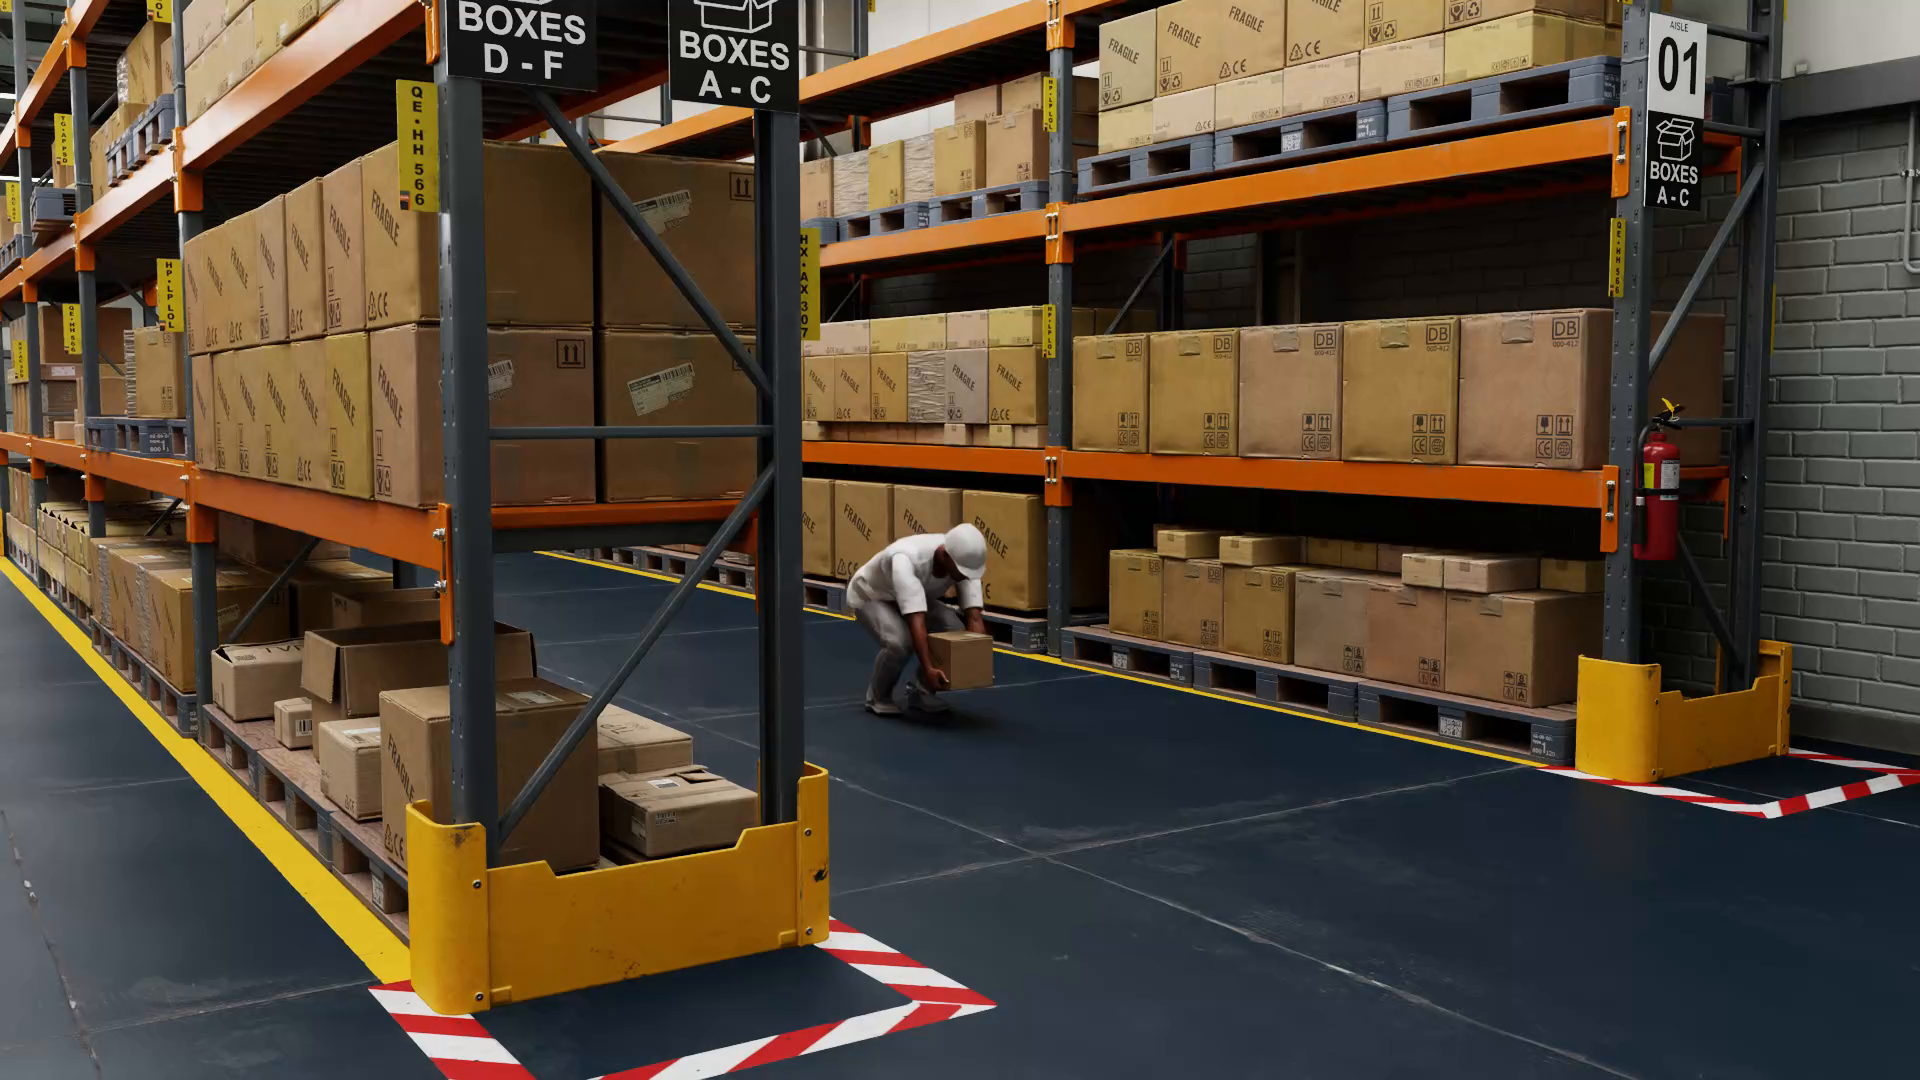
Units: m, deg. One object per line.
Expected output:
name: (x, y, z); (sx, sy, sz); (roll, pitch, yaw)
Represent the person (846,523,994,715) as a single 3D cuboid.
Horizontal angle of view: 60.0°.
person: (-0.184, 0.398, 8.509); (0.532, 1.007, 0.919); (-3, 6, -35)
